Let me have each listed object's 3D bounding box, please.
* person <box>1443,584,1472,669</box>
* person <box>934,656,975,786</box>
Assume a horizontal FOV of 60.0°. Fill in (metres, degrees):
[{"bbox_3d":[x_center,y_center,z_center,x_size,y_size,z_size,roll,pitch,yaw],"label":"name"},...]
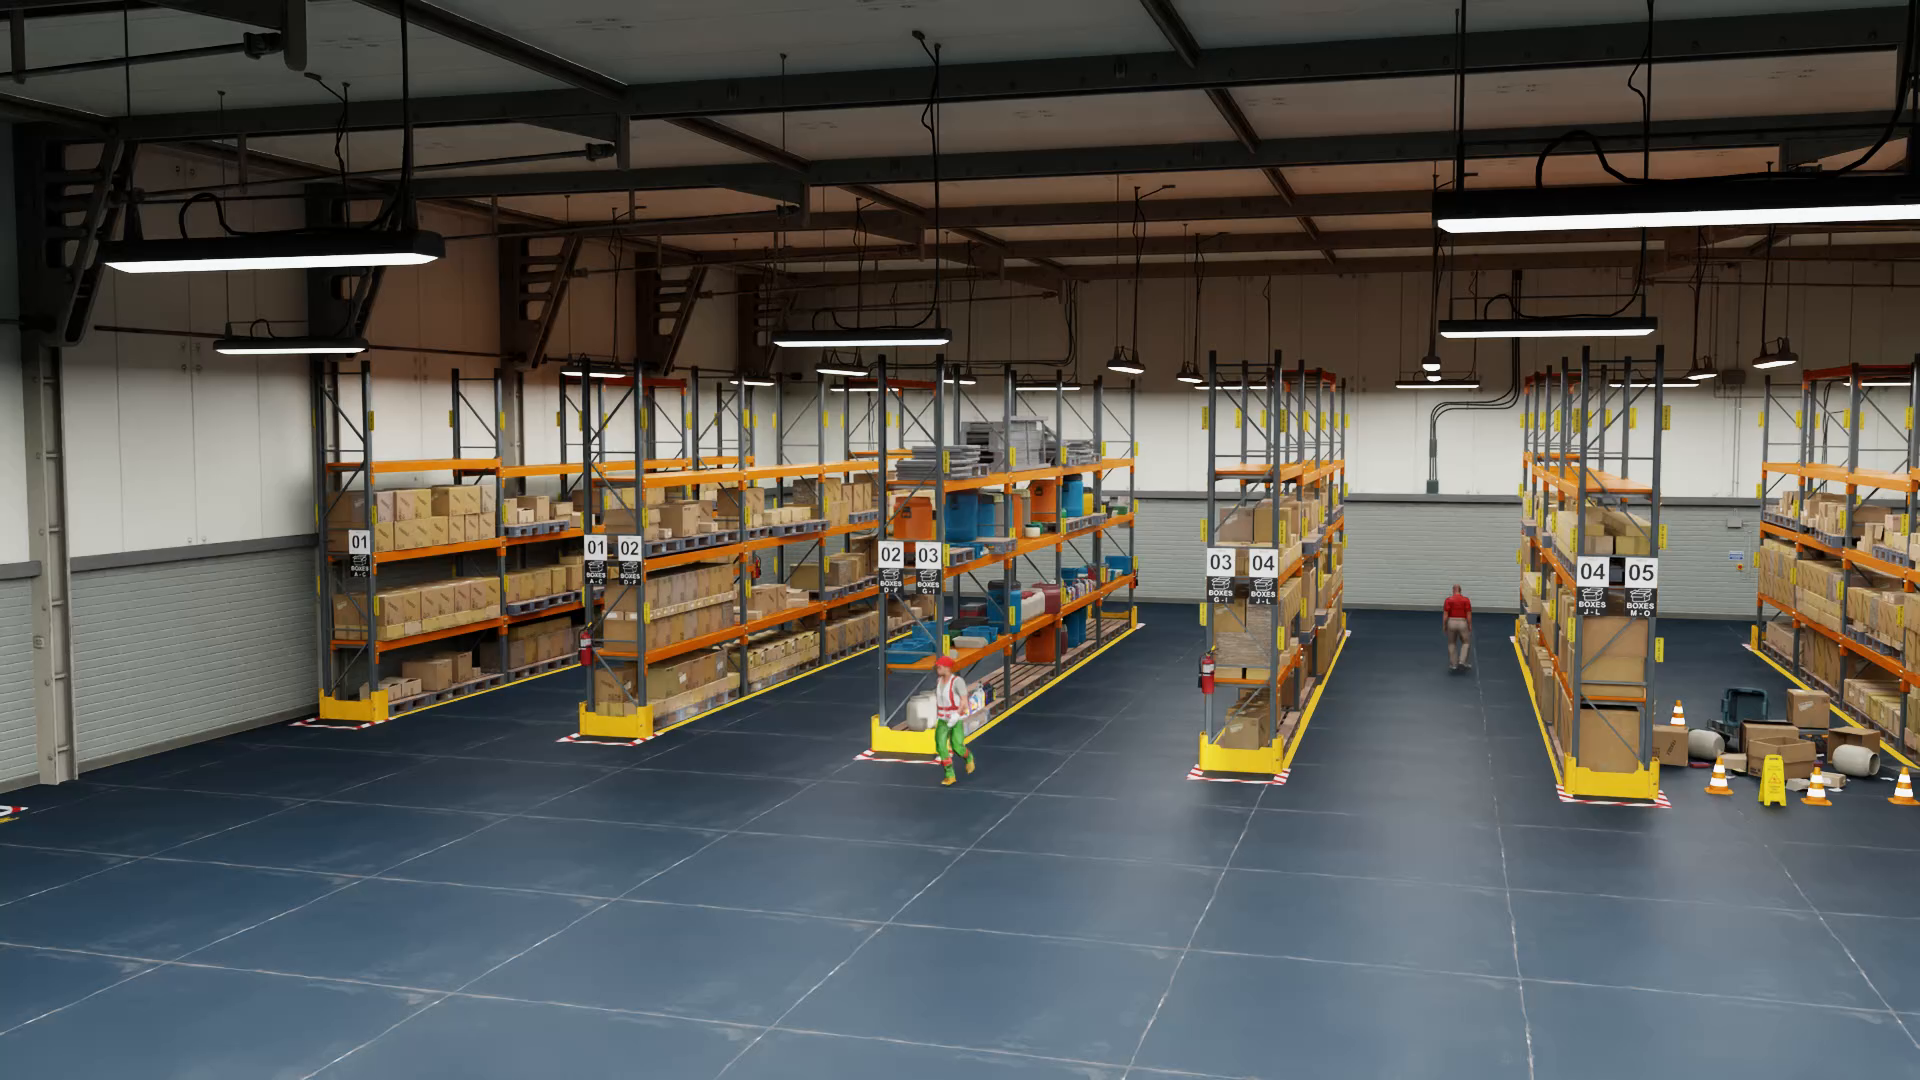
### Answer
[{"bbox_3d":[10.037,1.751,33.543,0.576,1.723,0.548,1,4,15],"label":"person"},{"bbox_3d":[-0.101,2.482,23.073,0.581,1.754,0.685,3,5,35],"label":"person"}]
